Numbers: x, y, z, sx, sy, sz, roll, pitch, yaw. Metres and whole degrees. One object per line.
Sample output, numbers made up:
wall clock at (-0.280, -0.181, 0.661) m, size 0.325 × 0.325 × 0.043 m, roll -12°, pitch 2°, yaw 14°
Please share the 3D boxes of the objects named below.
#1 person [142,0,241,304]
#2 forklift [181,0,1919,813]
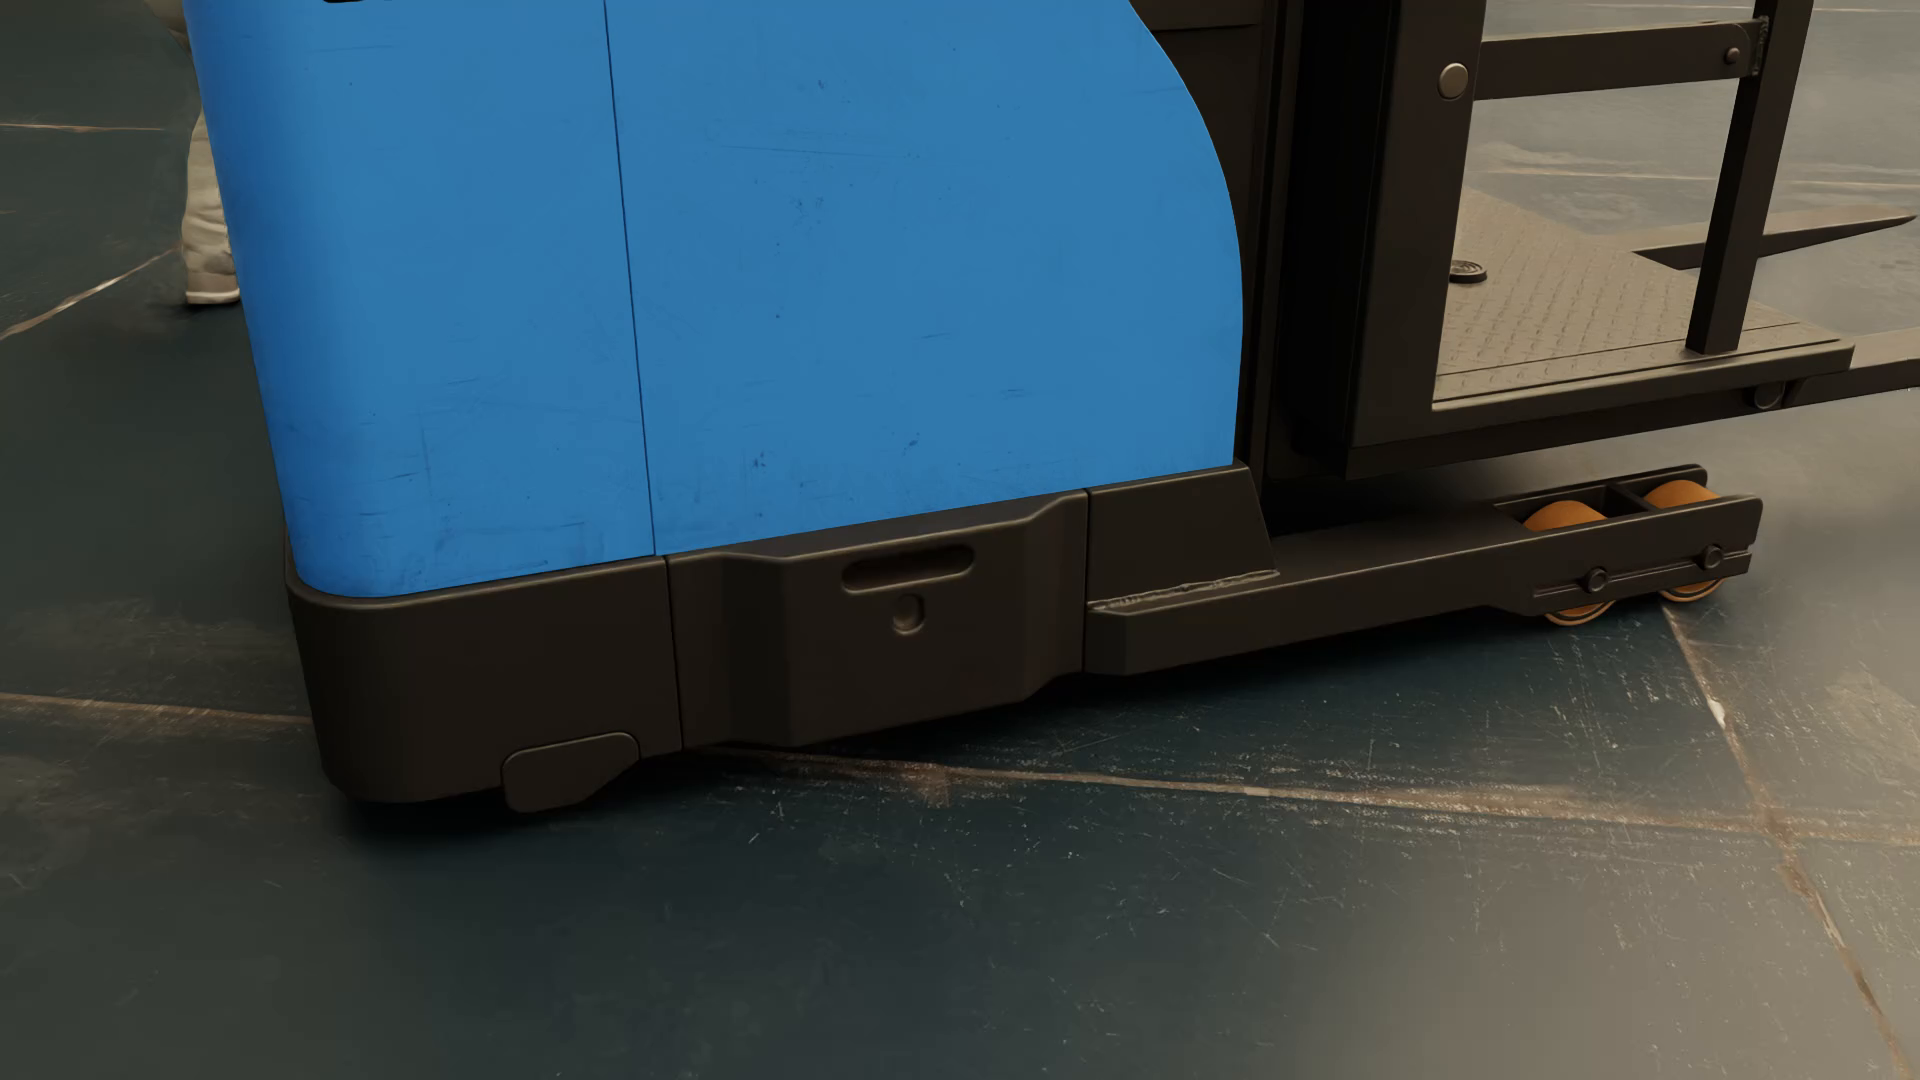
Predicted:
person at (-1.305, -1.154, 3.106) m, size 0.865 × 1.562 × 0.529 m, roll 18°, pitch 32°, yaw 32°
forklift at (0.572, -1.406, 2.035) m, size 3.031 × 2.935 × 1.130 m, roll -9°, pitch 28°, yaw -18°
